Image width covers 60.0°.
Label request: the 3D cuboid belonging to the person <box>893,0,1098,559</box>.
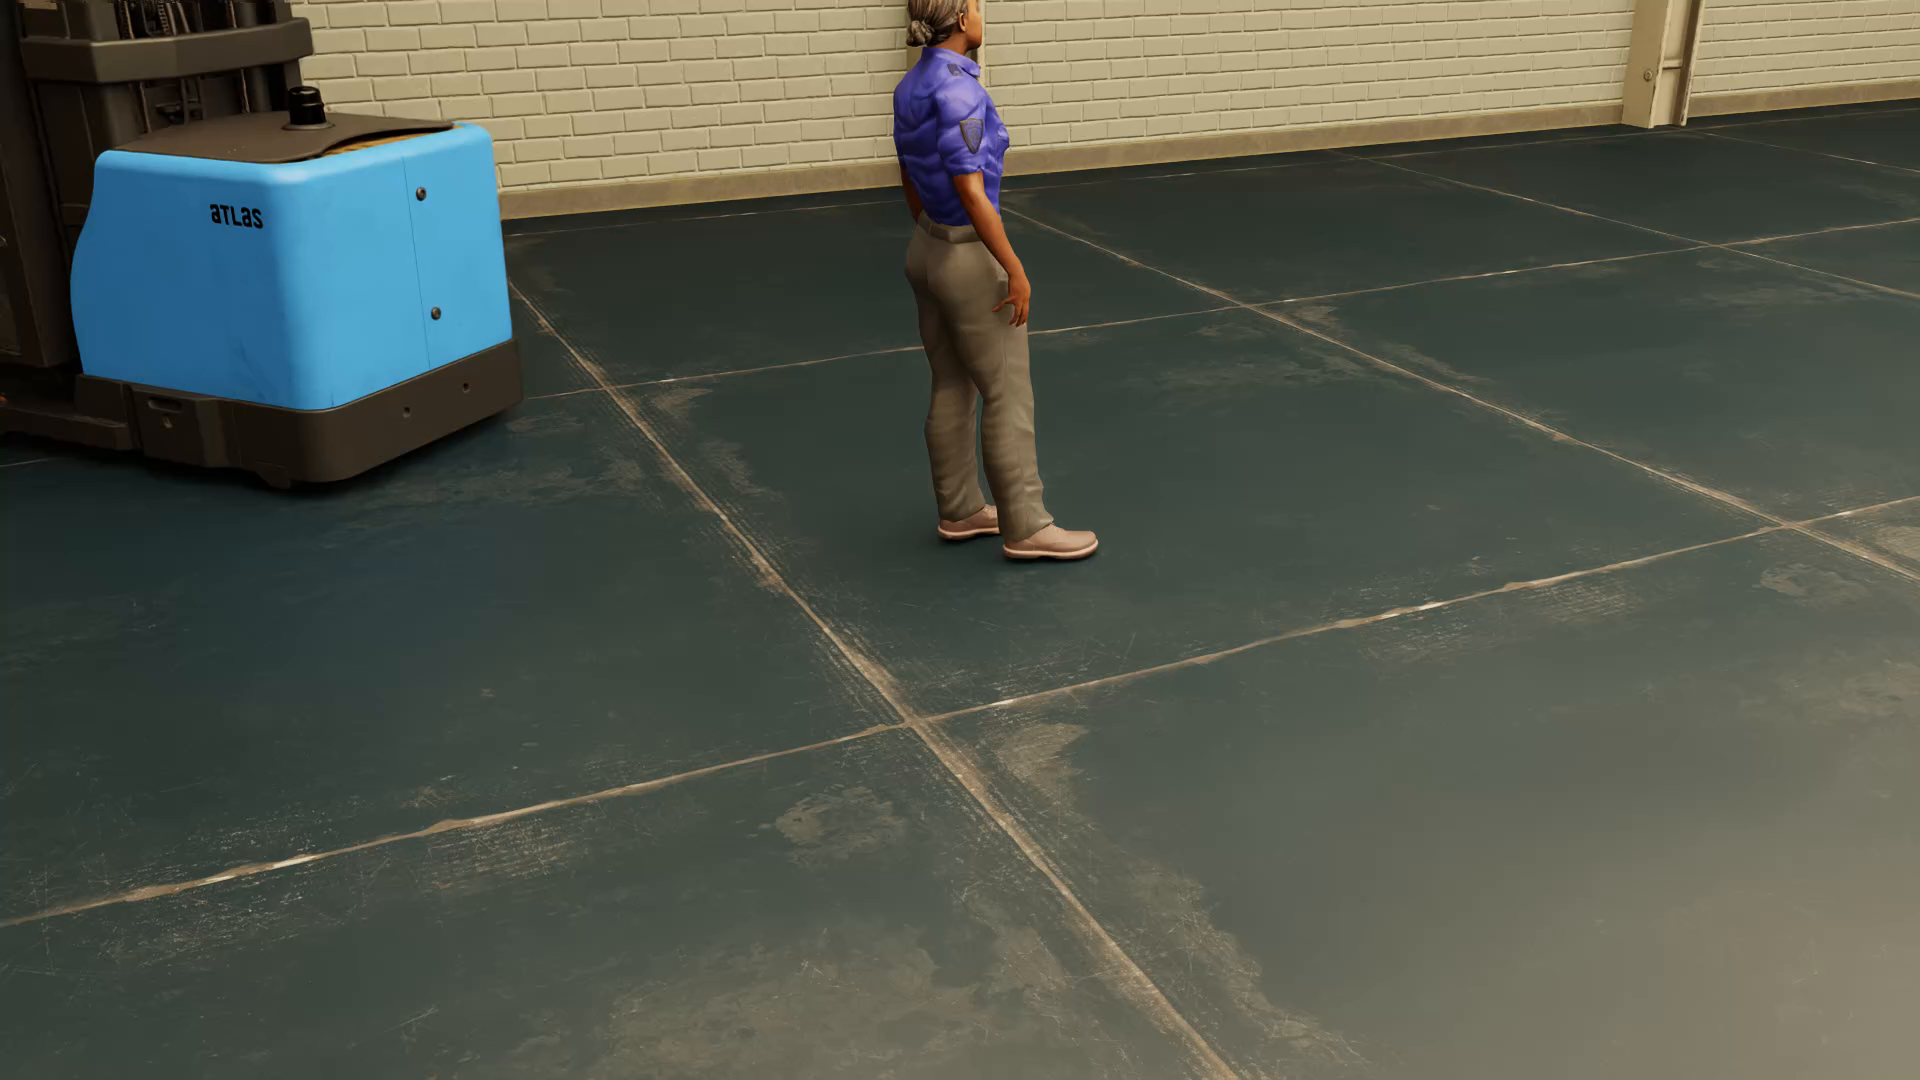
[{"bbox_3d":[0.088,-0.778,4.804,0.504,1.654,0.569,-10,25,-23],"label":"person"}]

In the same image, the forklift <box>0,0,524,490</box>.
[{"bbox_3d":[-3.183,-1.879,5.810,3.031,2.935,1.130,10,24,22],"label":"forklift"}]
